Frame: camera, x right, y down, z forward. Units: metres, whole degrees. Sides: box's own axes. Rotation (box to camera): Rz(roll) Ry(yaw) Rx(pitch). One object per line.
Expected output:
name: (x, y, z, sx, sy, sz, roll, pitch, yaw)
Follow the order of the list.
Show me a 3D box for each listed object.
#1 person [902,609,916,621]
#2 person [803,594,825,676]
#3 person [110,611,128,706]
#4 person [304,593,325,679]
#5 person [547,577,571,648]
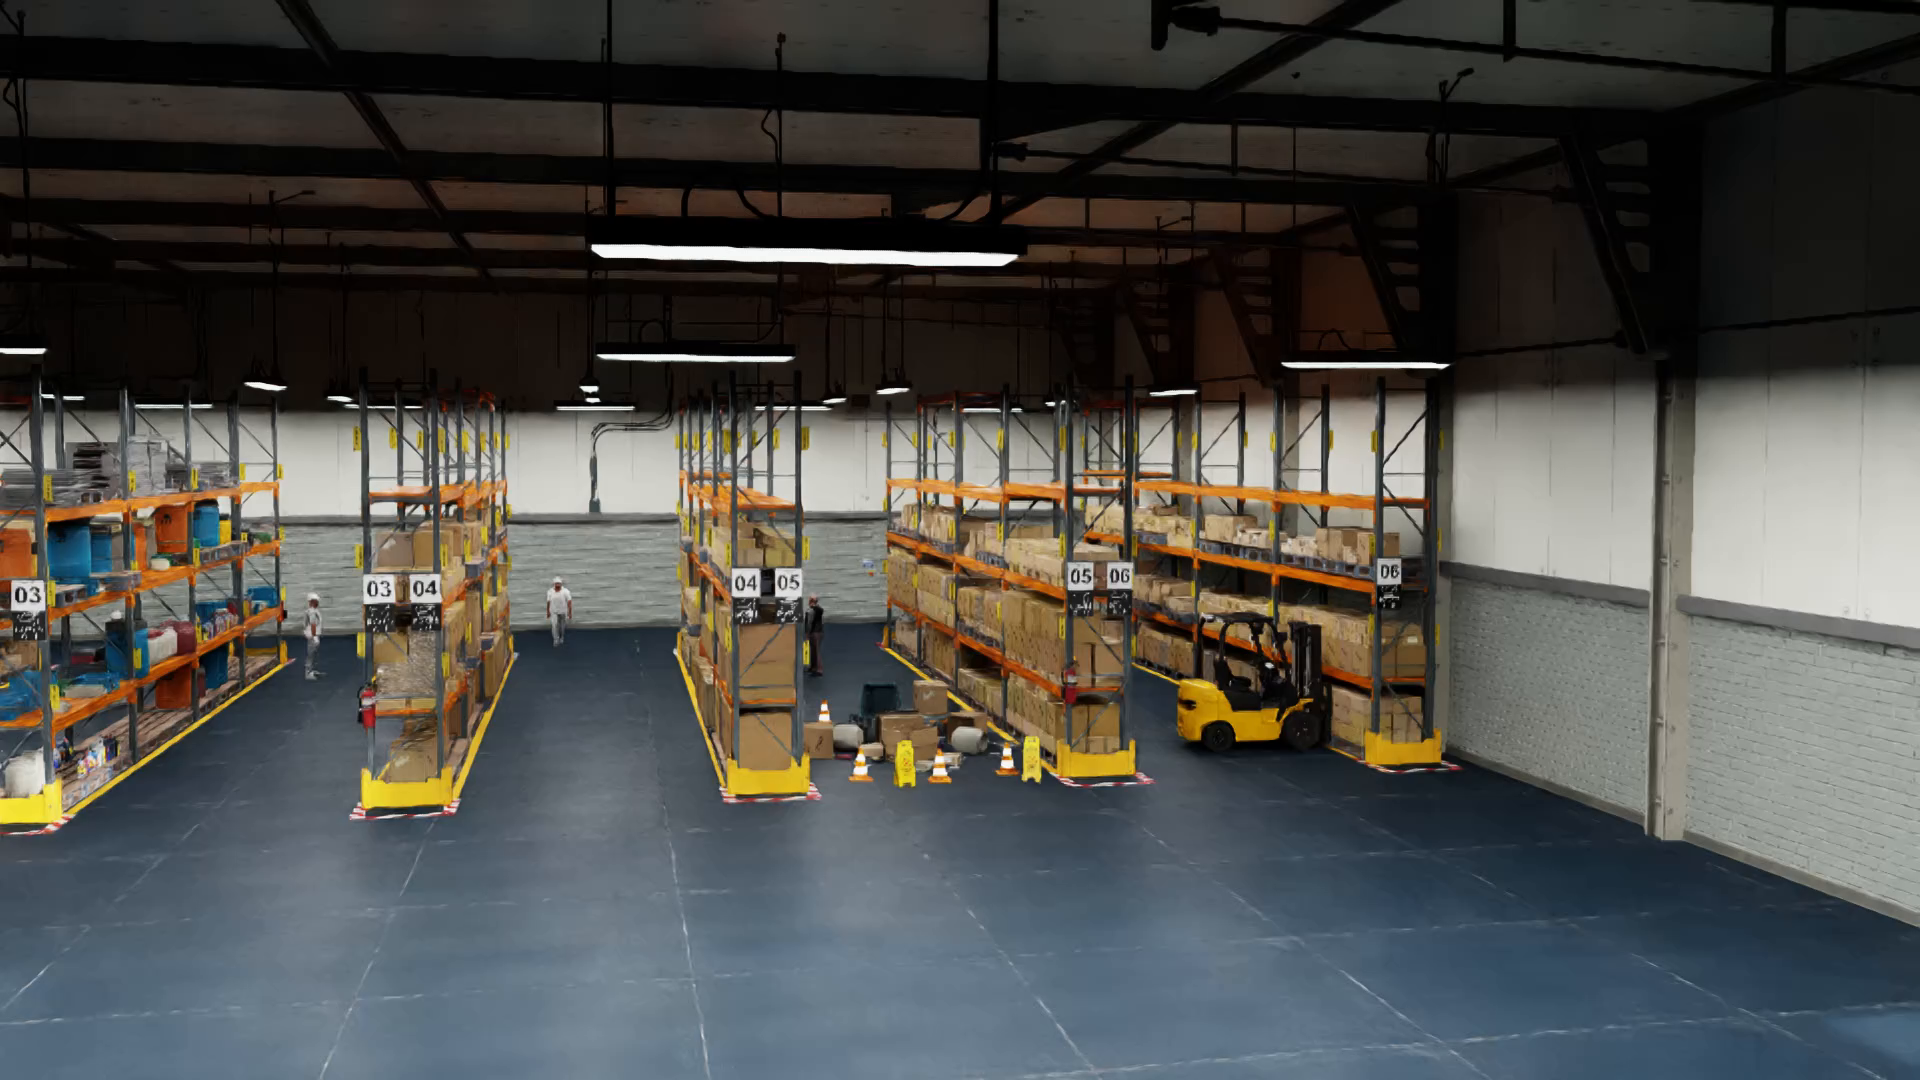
person: (-1.261, 1.640, 42.697, 0.690, 1.650, 0.517, -3, 4, -39)
person: (-3.137, 2.015, 35.509, 0.569, 1.718, 0.627, 1, 4, 17)
person: (-15.952, 2.223, 31.456, 0.594, 1.785, 0.670, 0, 3, 6)
person: (-13.617, 2.002, 35.041, 0.398, 1.788, 0.690, -1, 4, -23)
person: (-9.753, 1.740, 40.447, 0.583, 1.716, 1.043, -1, 3, -13)
